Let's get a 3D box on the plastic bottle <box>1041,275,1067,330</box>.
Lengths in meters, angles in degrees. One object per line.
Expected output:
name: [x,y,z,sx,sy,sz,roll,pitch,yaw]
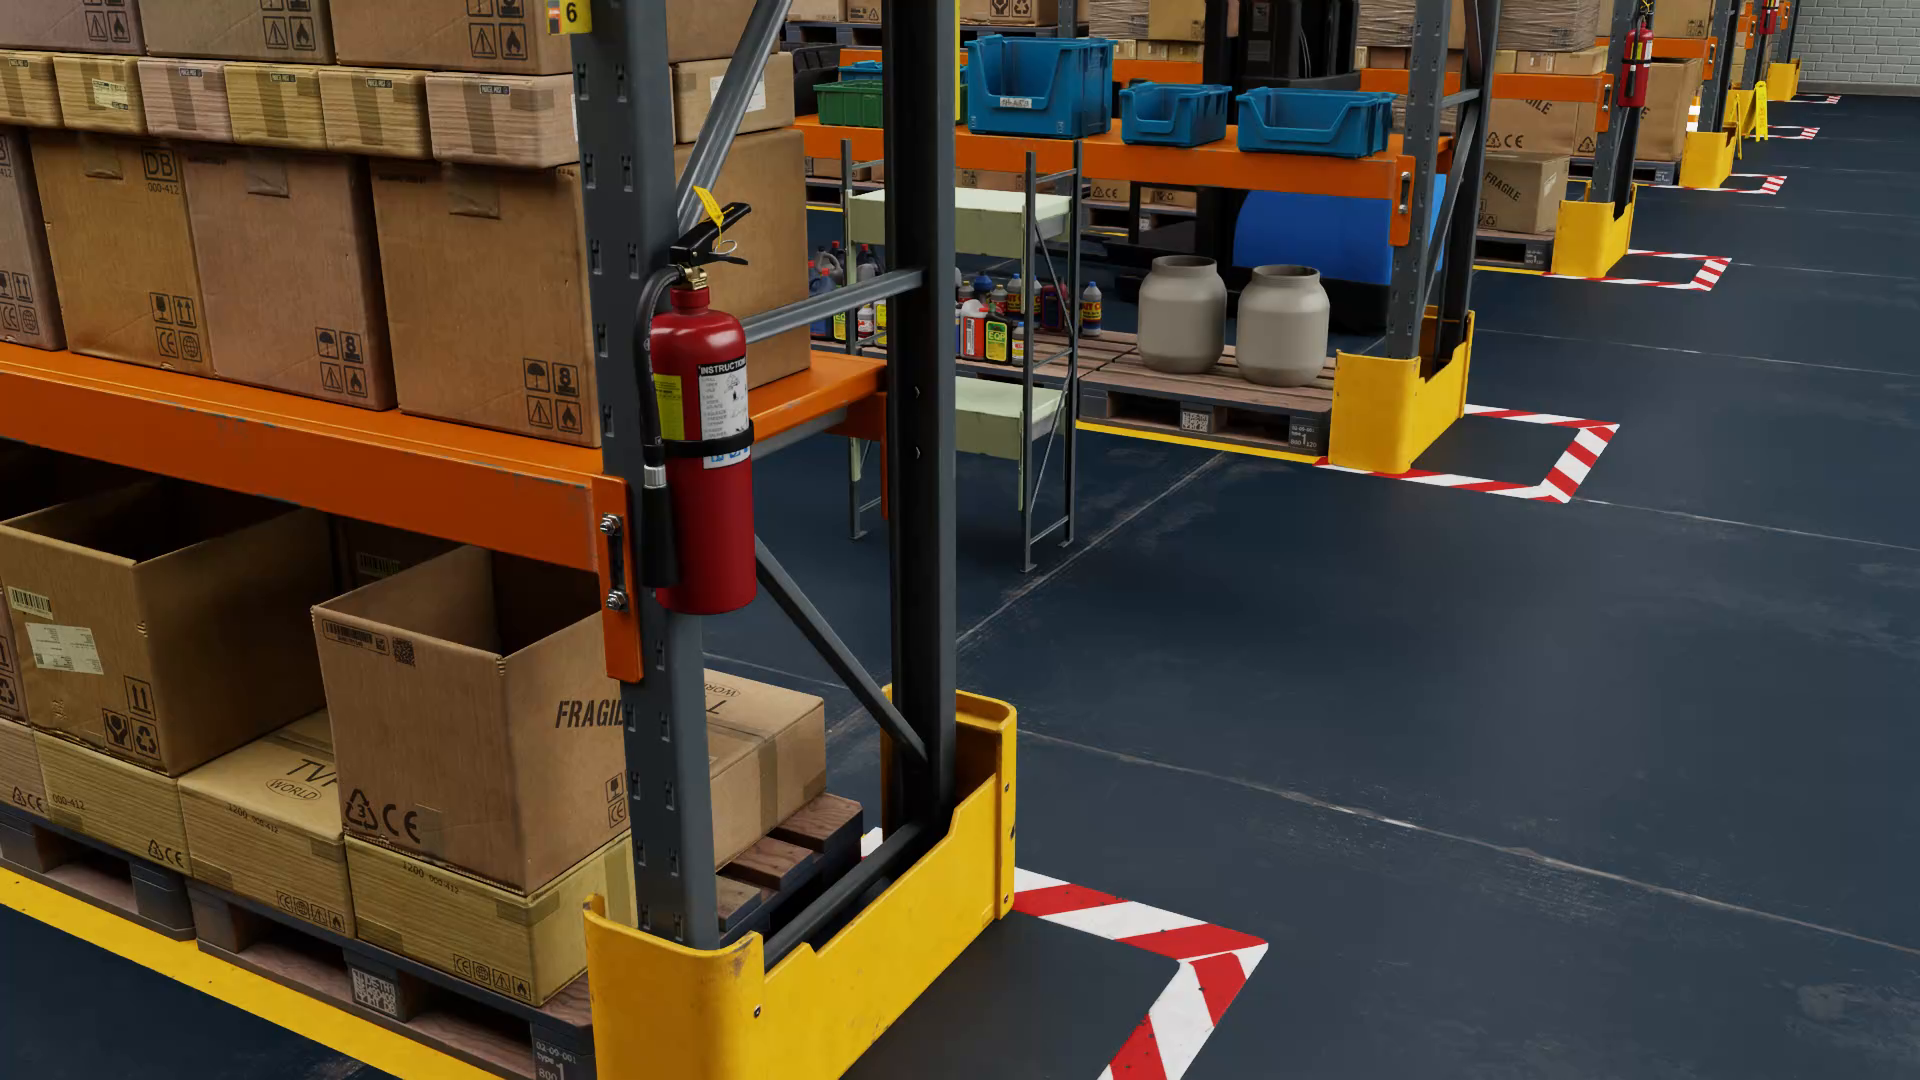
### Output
plastic bottle: [0.496,-1.255,8.764,0.133,0.283,0.061,11,23,28]

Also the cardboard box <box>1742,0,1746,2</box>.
cardboard box: [9.086,-6.660,19.745,0.500,0.500,0.500,10,22,26]

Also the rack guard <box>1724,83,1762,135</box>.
rack guard: [9.298,-5.150,19.829,0.348,0.500,1.175,11,23,27]

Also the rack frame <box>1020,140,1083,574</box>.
rack frame: [0.325,-0.643,5.938,0.023,1.500,0.400,11,23,27]

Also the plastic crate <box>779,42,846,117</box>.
plastic crate: [-0.981,-2.399,8.670,0.504,0.338,0.767,11,23,27]

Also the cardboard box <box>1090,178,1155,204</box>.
cardboard box: [1.369,-2.971,13.207,0.500,0.500,0.500,10,22,26]

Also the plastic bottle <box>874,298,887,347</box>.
plastic bottle: [-0.338,-1.154,8.388,0.185,0.351,0.144,11,22,27]

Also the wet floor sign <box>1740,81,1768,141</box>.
wet floor sign: [9.009,-4.855,18.804,0.267,0.644,0.232,-16,26,-38]

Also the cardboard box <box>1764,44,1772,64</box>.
cardboard box: [11.473,-7.070,24.141,0.500,0.250,0.500,11,23,28]

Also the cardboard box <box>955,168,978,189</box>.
cardboard box: [0.107,-3.252,13.953,0.500,0.500,0.700,11,22,27]

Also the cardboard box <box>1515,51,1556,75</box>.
cardboard box: [3.964,-3.272,11.354,0.250,0.149,0.380,11,23,27]

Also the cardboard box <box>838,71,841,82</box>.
cardboard box: [-1.099,-5.294,19.609,0.500,0.500,0.500,12,23,29]

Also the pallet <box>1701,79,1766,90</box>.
pallet: [11.094,-6.594,24.235,1.213,0.211,1.003,11,23,27]

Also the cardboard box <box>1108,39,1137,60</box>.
cardboard box: [1.292,-3.738,12.641,0.250,0.149,0.380,11,23,27]

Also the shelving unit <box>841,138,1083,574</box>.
shelving unit: [0.006,-0.704,6.106,0.755,1.500,0.431,11,23,27]

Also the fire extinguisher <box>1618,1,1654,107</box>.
fire extinguisher: [4.407,-3.169,10.817,0.183,0.674,0.296,11,23,27]

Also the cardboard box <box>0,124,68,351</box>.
cardboard box: [-2.057,-0.799,4.021,0.500,0.500,0.700,12,23,29]

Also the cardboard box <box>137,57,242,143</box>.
cardboard box: [-1.400,-0.900,3.351,0.250,0.149,0.380,11,23,28]

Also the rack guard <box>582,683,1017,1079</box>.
rack guard: [-0.282,0.766,3.522,0.348,0.500,1.175,11,23,27]

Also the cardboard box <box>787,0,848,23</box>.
cardboard box: [-1.102,-4.472,13.899,0.500,0.250,0.500,10,22,26]

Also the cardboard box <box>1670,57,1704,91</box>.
cardboard box: [8.538,-5.625,19.790,0.500,0.500,0.500,11,23,28]

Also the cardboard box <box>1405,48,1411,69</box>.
cardboard box: [3.312,-3.398,11.702,0.250,0.149,0.380,11,23,27]

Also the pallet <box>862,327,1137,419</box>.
pallet: [0.259,-0.915,8.579,1.213,0.211,1.003,11,23,27]

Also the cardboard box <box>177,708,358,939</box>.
cardboard box: [-1.358,0.601,3.726,0.500,0.250,0.500,11,23,27]

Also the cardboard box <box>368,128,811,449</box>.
cardboard box: [-0.704,-0.542,3.314,0.500,0.500,0.700,11,23,27]

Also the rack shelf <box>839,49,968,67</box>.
rack shelf: [-0.707,-4.022,14.108,4.000,0.370,1.077,11,23,27]

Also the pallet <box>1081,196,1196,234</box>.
pallet: [1.643,-2.615,13.265,1.213,0.211,1.003,11,23,27]

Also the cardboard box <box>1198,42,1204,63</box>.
cardboard box: [1.945,-3.612,12.294,0.250,0.149,0.380,11,23,27]

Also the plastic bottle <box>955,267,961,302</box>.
plastic bottle: [-0.084,-1.344,9.021,0.135,0.276,0.152,11,23,28]

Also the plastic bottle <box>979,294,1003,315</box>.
plastic bottle: [0.144,-1.074,8.266,0.133,0.283,0.061,11,23,27]

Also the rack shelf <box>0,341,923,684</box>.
rack shelf: [-2.049,-0.408,4.146,4.000,0.370,1.077,11,23,27]

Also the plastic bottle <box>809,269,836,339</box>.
plastic bottle: [-0.709,-1.225,8.583,0.185,0.351,0.144,10,22,25]

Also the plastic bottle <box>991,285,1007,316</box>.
plastic bottle: [0.212,-1.263,8.907,0.097,0.201,0.097,0,20,0]

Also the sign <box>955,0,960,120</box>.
sign: [-0.027,-1.022,3.398,0.005,0.325,0.100,11,23,27]

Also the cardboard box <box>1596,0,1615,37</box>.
cardboard box: [6.202,-5.025,15.601,0.550,0.550,0.875,11,23,27]

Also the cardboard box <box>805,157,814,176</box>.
cardboard box: [-1.367,-3.530,14.719,0.500,0.500,0.700,9,22,23]

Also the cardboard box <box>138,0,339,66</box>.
cardboard box: [-1.212,-1.246,3.353,0.500,0.500,0.700,10,22,26]

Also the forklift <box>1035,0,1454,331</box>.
forklift: [1.603,-2.972,10.260,3.031,2.935,1.130,15,25,36]

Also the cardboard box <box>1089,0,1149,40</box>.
cardboard box: [1.402,-4.121,12.744,0.500,0.500,0.875,11,23,27]

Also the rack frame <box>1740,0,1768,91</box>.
rack frame: [9.365,-6.312,19.368,0.127,3.000,1.000,11,23,27]

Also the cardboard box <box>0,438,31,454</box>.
cardboard box: [-2.670,0.000,4.282,0.500,0.500,0.500,11,23,27]

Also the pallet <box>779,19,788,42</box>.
pallet: [-1.778,-4.515,14.696,1.003,0.211,1.213,11,23,27]

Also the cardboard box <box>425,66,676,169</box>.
cardboard box: [-0.729,-0.772,2.997,0.250,0.149,0.380,10,22,26]

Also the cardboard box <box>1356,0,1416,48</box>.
cardboard box: [3.154,-3.792,11.837,0.500,0.500,0.875,11,23,27]

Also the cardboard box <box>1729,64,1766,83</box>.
cardboard box: [11.218,-6.679,23.796,0.500,0.250,0.500,11,23,28]

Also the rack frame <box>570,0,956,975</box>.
rack frame: [-0.303,-0.414,3.106,0.127,3.000,1.000,11,23,27]

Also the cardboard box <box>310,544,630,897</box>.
cardboard box: [-0.916,0.329,3.377,0.500,0.500,0.500,11,23,27]

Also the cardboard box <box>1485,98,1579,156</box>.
cardboard box: [5.645,-4.259,16.208,0.875,0.875,0.875,10,22,26]

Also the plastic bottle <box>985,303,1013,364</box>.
plastic bottle: [0.188,-1.006,8.079,0.133,0.283,0.061,11,23,29]

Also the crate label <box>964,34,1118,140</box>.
crate label: [0.377,-2.130,7.786,0.616,0.435,0.502,11,23,27]

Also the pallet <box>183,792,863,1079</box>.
pallet: [-0.991,0.783,3.898,1.213,0.211,1.003,11,23,27]

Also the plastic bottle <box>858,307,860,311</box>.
plastic bottle: [-0.562,-1.174,8.560,0.097,0.271,0.097,0,20,0]
